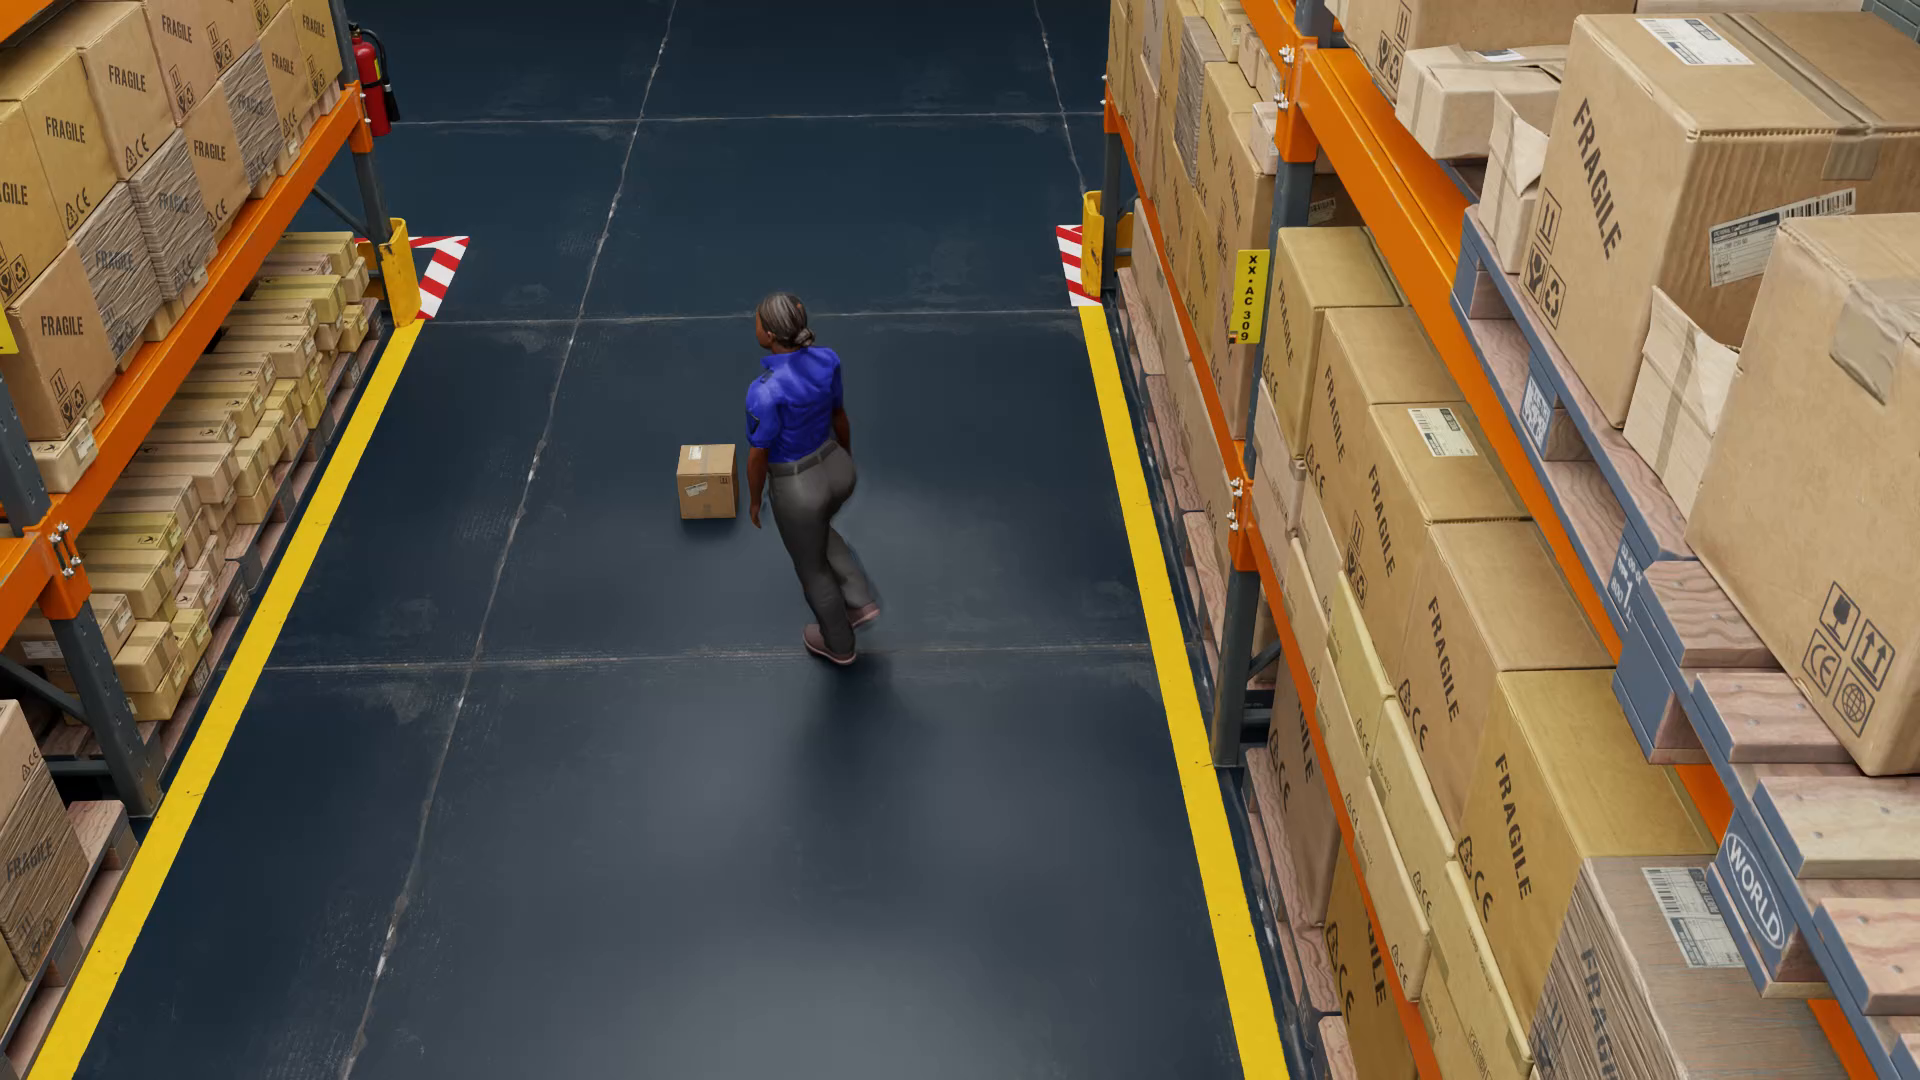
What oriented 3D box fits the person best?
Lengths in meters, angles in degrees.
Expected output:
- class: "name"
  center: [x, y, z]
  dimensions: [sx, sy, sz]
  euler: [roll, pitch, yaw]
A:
- class: "person"
  center: [-0.574, -0.217, 6.428]
  dimensions: [0.457, 1.649, 0.549]
  euler: [25, 43, 31]
